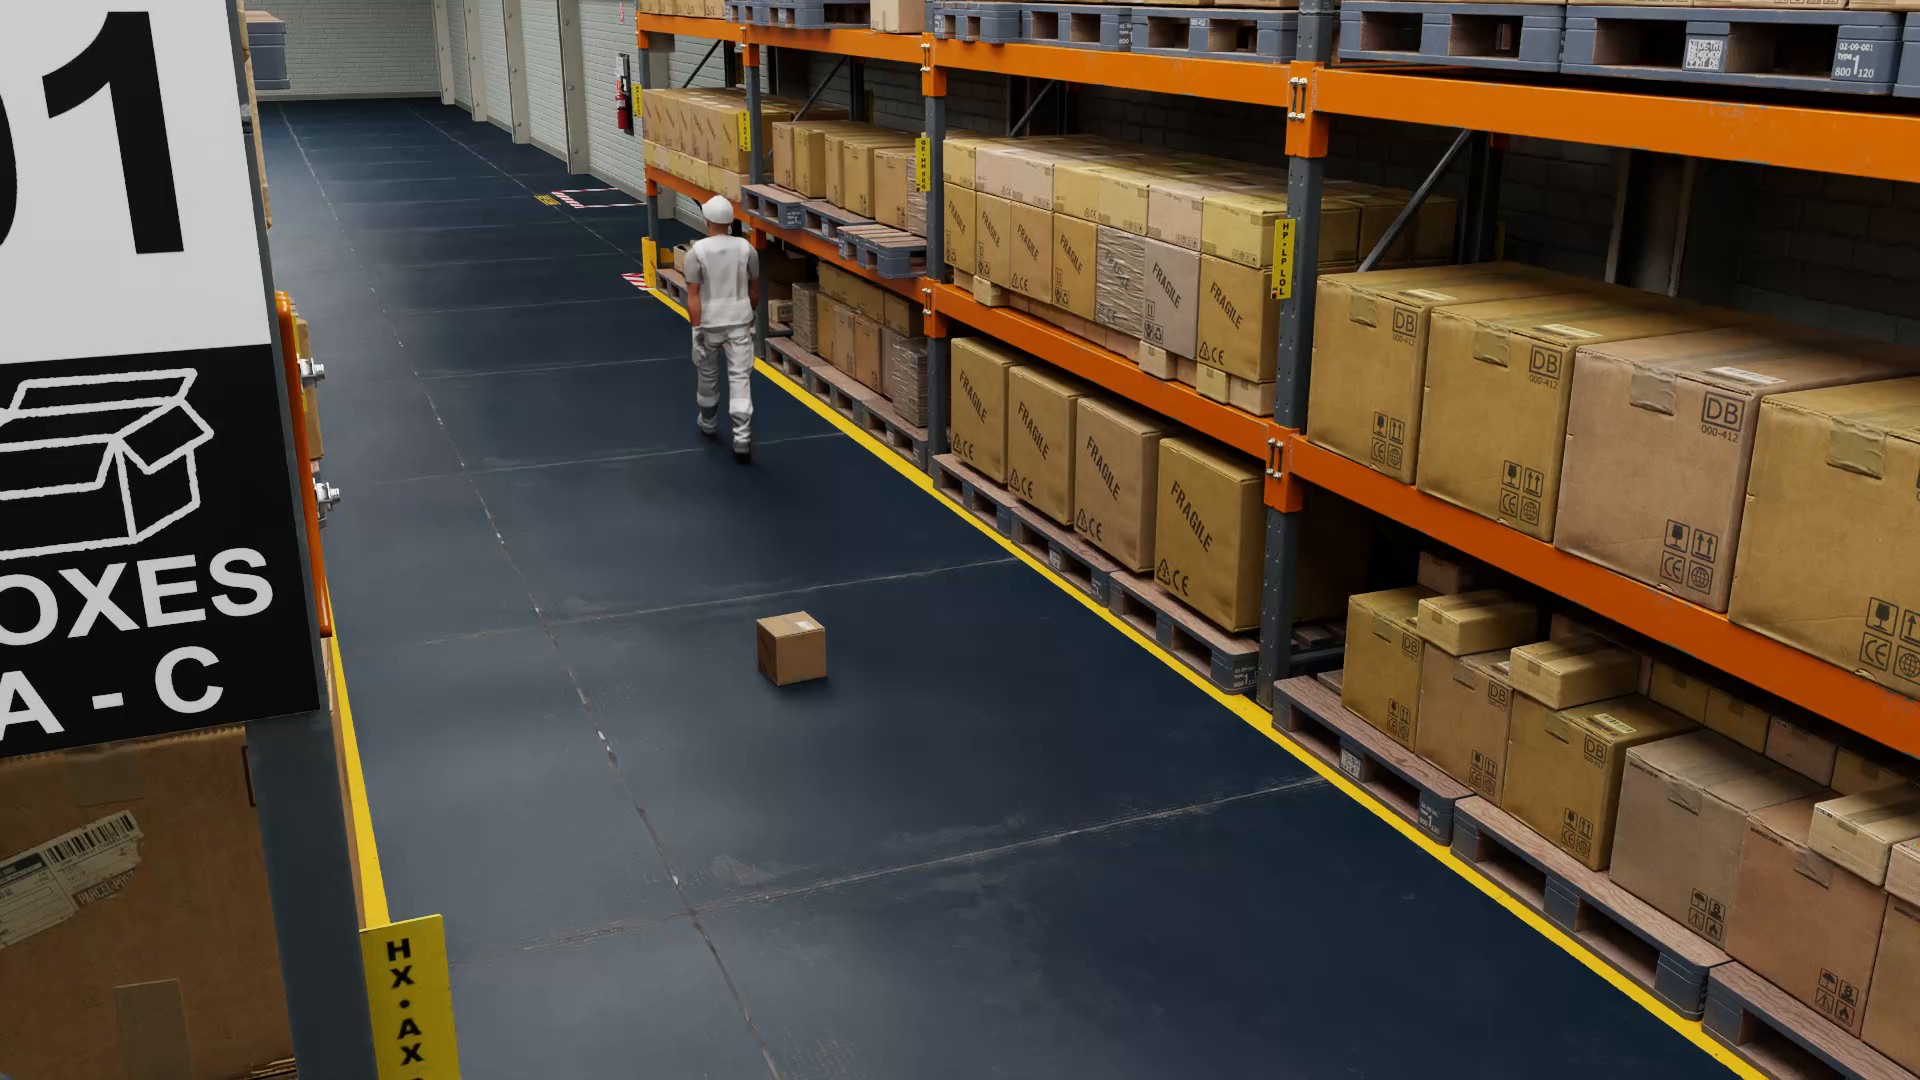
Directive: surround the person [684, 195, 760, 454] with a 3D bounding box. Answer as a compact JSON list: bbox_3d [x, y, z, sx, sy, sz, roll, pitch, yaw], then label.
[{"bbox_3d":[-1.639,-1.522,11.518,0.527,1.733,1.038,-4,19,-12],"label":"person"}]
